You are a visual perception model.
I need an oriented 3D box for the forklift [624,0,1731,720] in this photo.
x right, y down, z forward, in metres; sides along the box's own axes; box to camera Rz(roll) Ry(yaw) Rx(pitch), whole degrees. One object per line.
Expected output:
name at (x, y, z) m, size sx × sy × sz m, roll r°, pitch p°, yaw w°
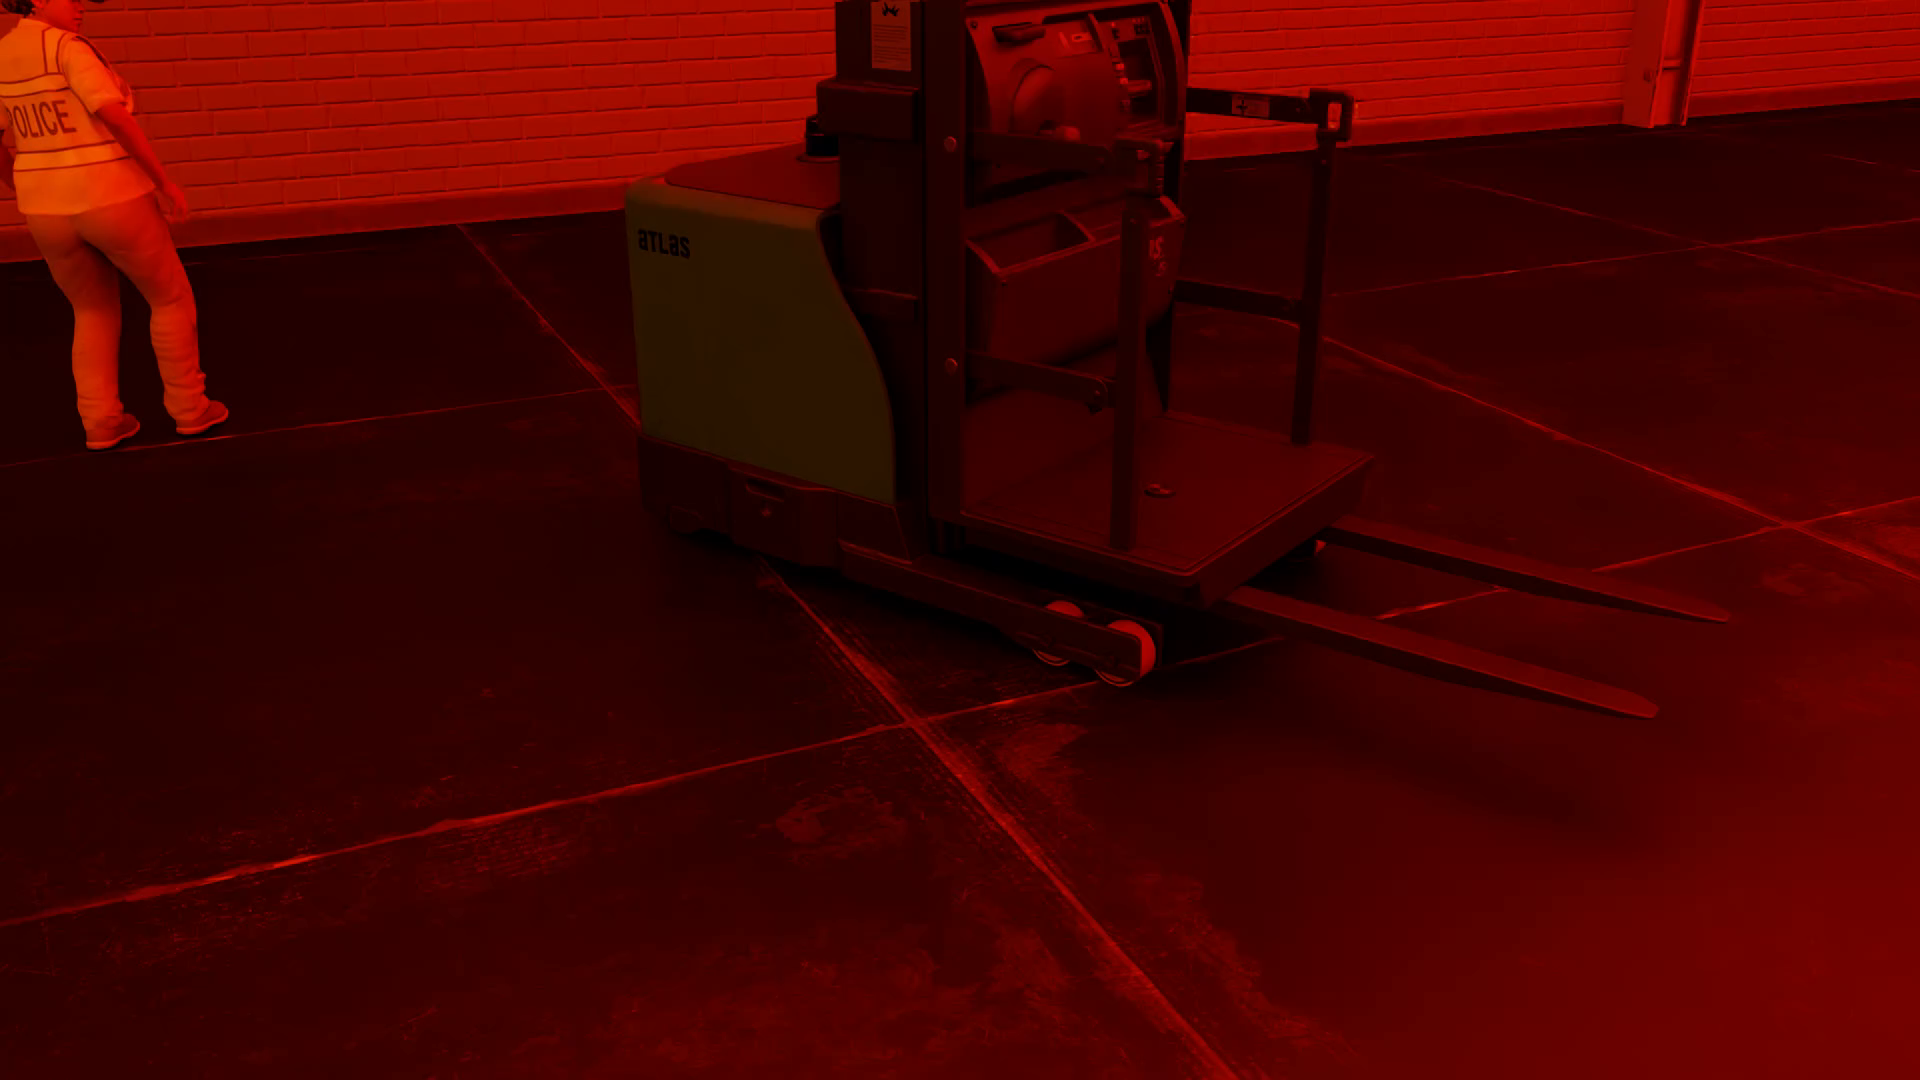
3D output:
forklift at (0.488, -1.213, 4.206) m, size 3.031 × 2.935 × 1.130 m, roll 16°, pitch 27°, yaw 34°

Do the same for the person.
person at (-2.971, -1.145, 5.727) m, size 0.686 × 1.646 × 0.512 m, roll 3°, pitch 23°, yaw 8°
